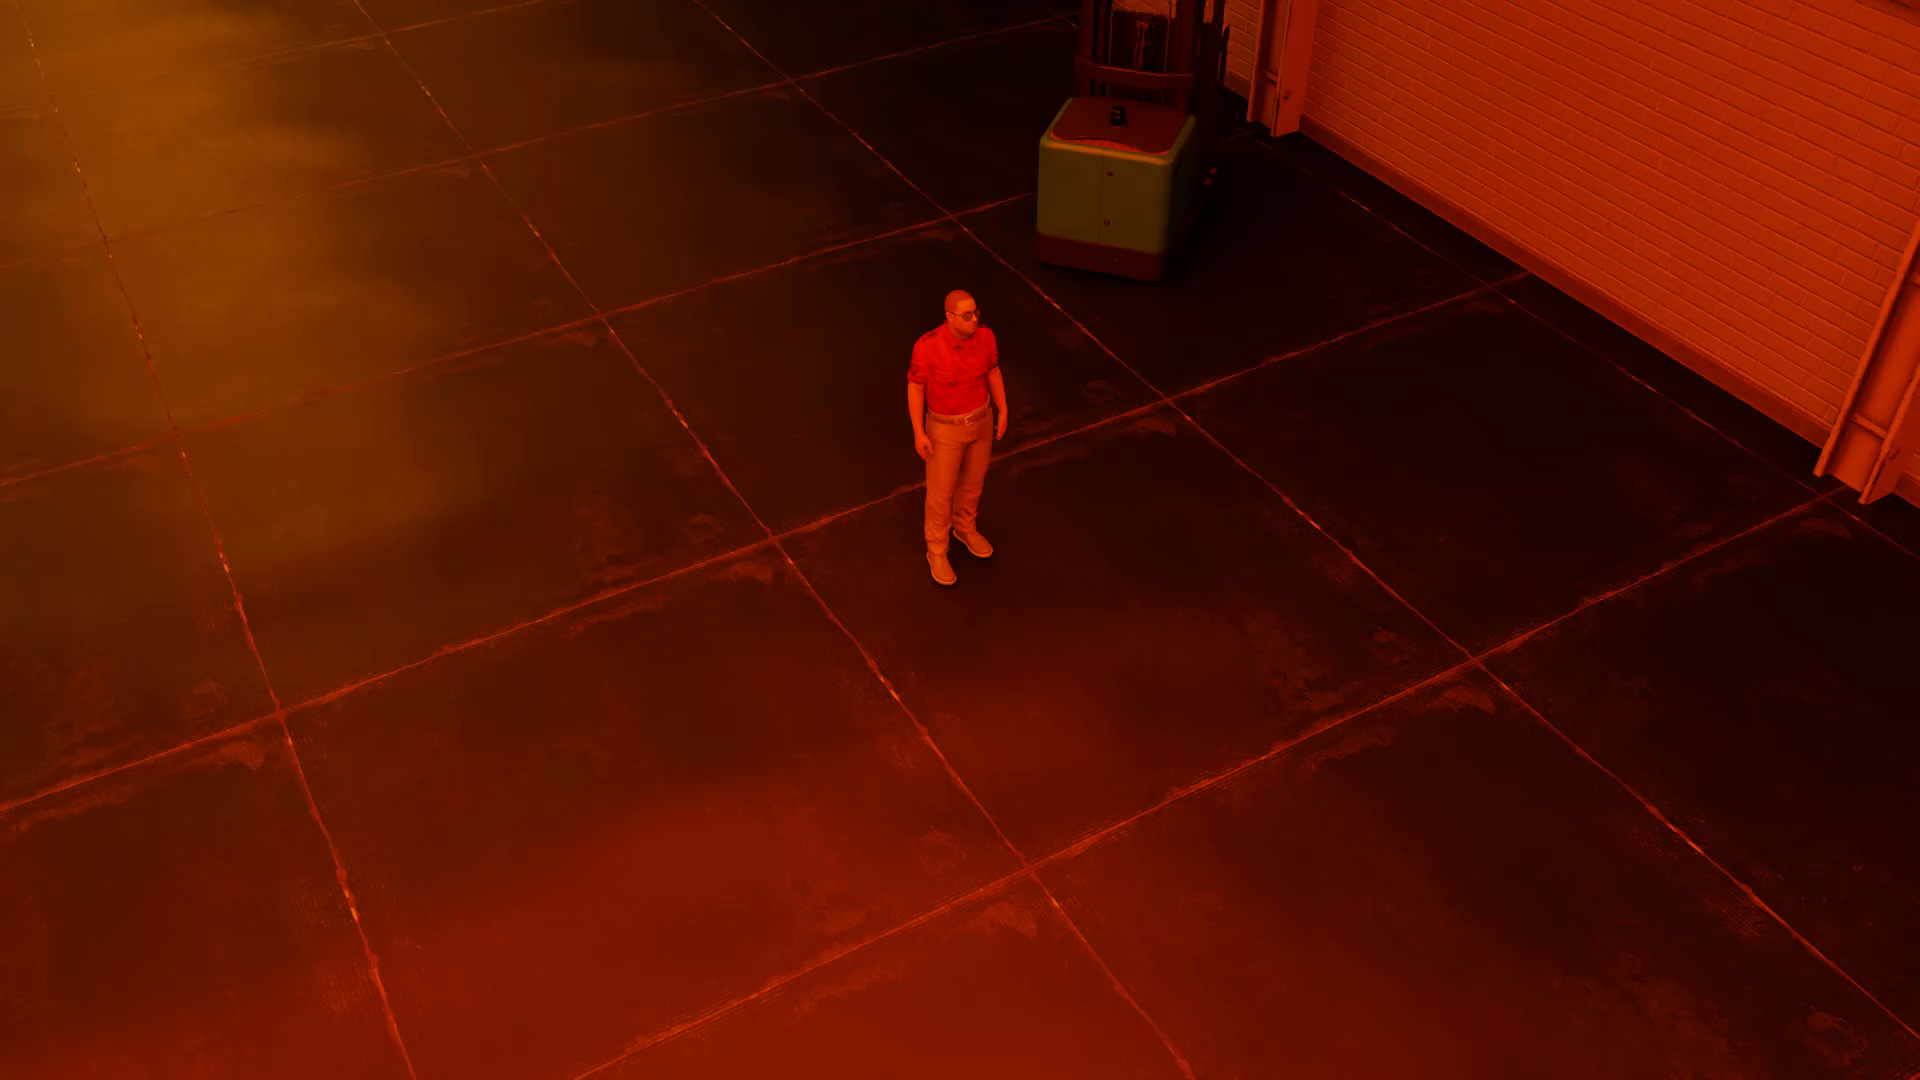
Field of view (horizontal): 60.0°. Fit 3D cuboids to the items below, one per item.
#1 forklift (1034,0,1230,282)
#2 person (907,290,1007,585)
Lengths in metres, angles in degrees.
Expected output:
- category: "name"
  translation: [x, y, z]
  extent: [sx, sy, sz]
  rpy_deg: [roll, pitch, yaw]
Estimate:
- category: "forklift"
  translation: [1.537, -4.028, 12.893]
  extent: [1.130, 2.935, 3.031]
  rpy_deg: [13, 41, 15]
- category: "person"
  translation: [0.035, -0.618, 9.711]
  extent: [0.641, 1.727, 0.550]
  rpy_deg: [-20, 44, -23]
